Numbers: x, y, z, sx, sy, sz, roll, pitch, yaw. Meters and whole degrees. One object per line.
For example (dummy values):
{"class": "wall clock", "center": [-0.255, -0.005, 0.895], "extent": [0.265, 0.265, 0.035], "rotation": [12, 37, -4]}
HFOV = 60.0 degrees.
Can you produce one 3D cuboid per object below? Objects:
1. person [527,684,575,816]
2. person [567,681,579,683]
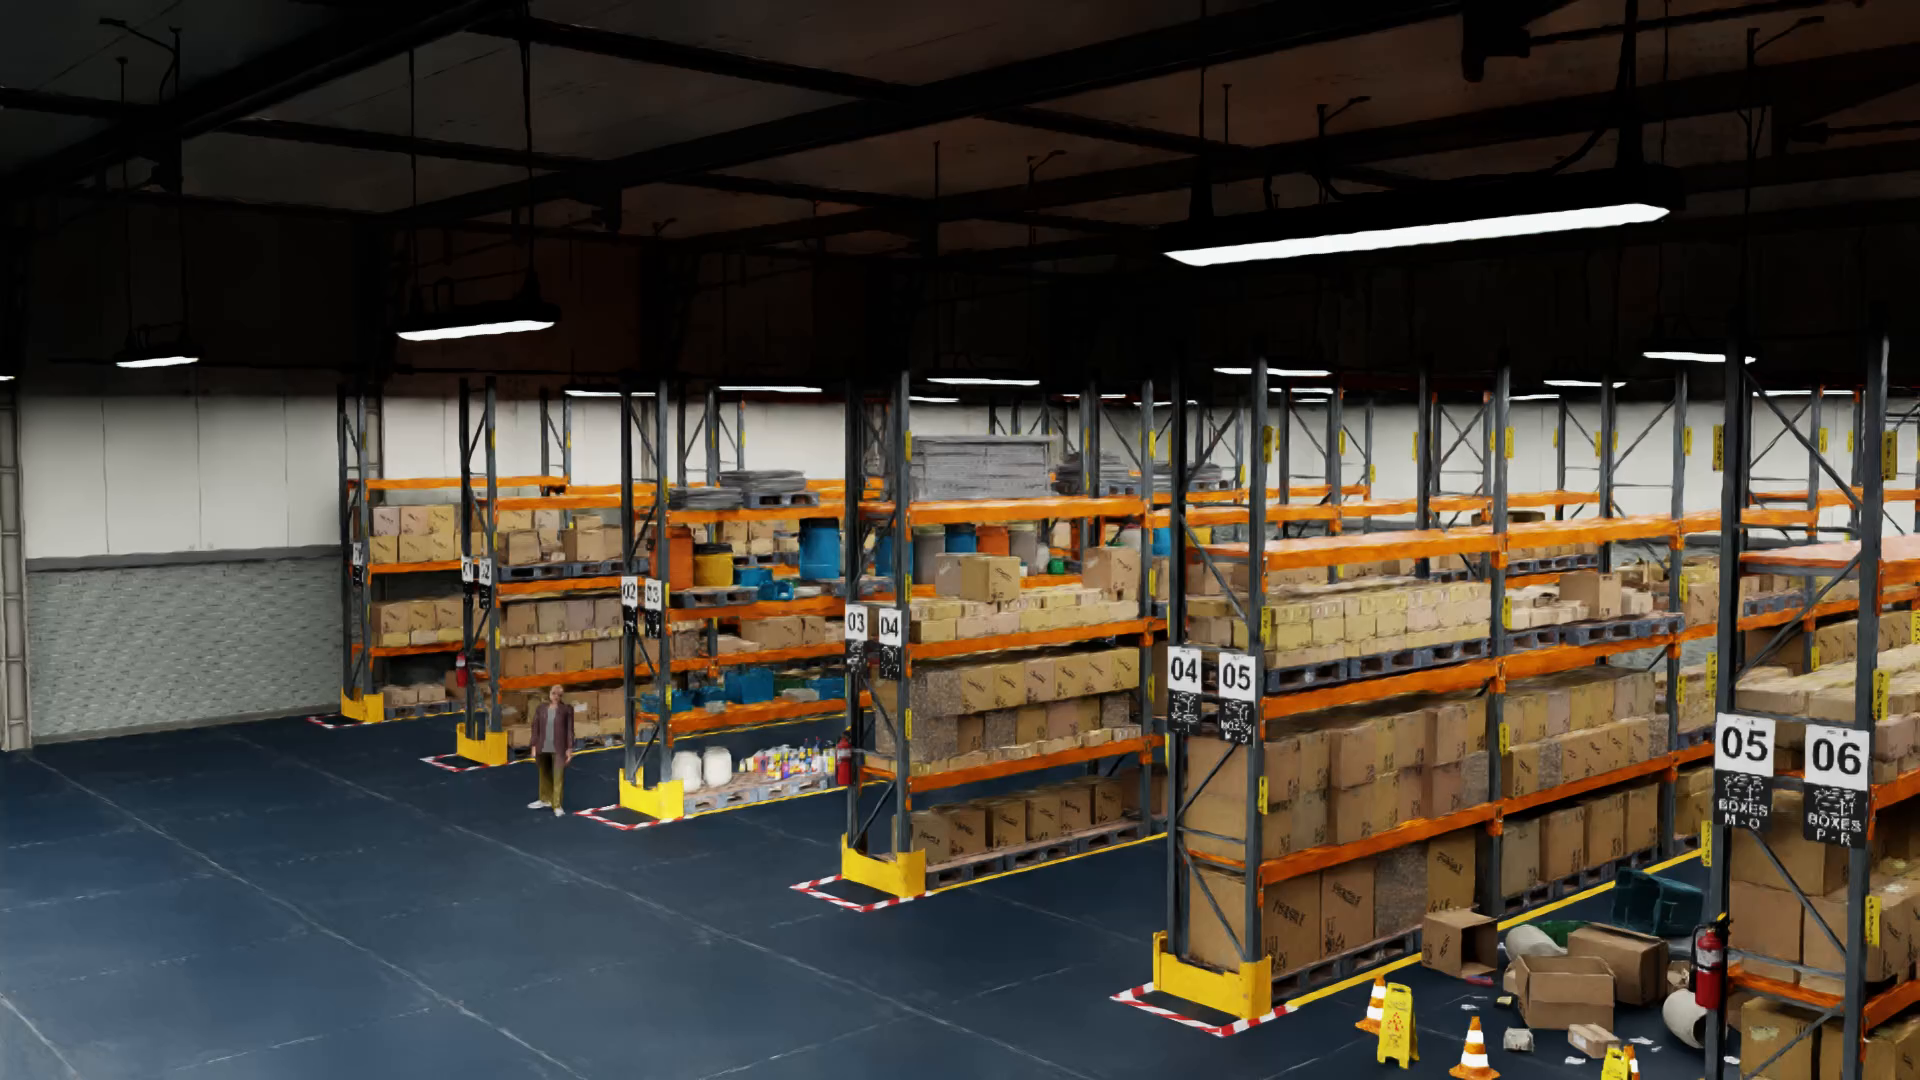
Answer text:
{"class": "person", "center": [-5.550, 2.813, 22.525], "extent": [0.710, 1.763, 0.556], "rotation": [0, 4, 7]}
{"class": "person", "center": [-6.720, 2.458, 29.028], "extent": [0.507, 1.618, 0.580], "rotation": [-4, 5, -43]}
